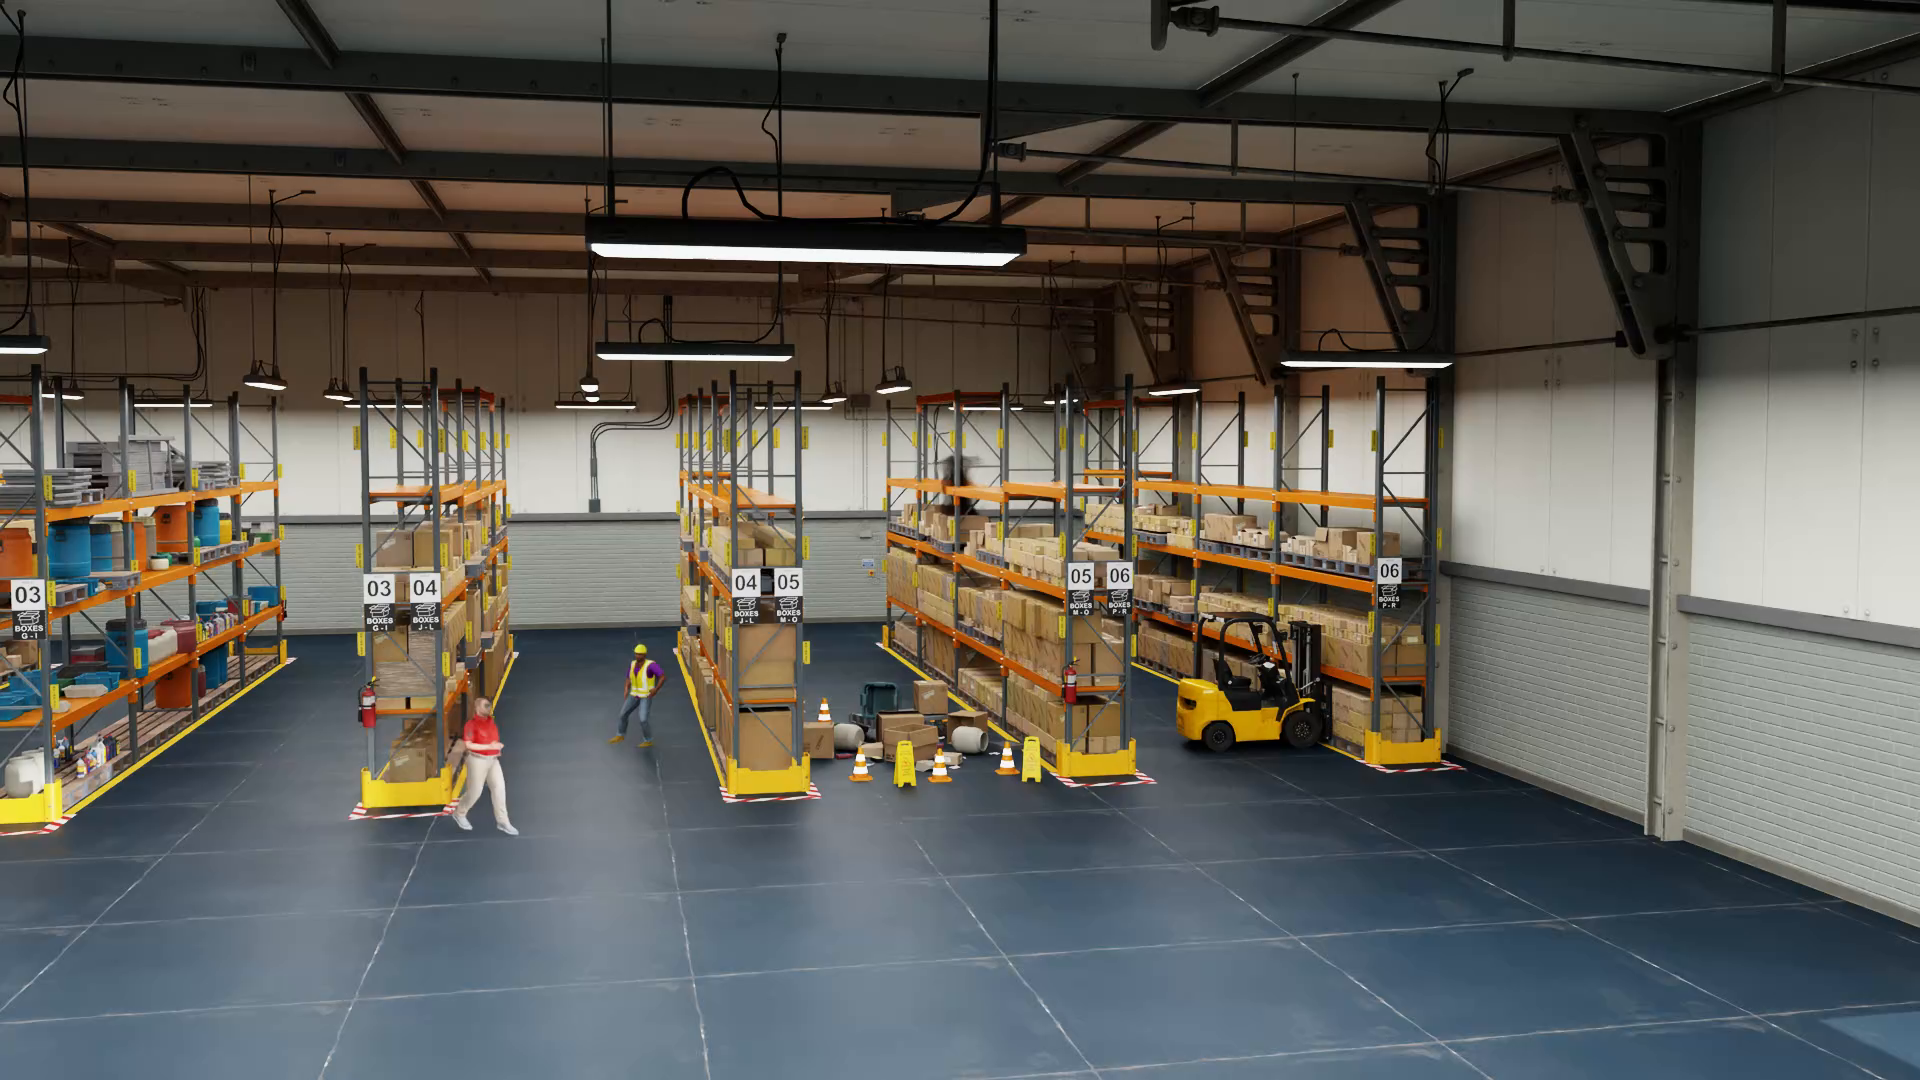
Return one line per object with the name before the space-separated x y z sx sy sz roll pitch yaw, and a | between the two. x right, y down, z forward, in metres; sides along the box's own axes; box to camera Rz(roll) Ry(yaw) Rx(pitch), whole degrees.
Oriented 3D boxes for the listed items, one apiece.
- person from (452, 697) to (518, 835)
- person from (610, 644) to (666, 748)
person | -6.057 2.855 21.110 0.956 1.731 0.651 2 4 27
person | -5.304 2.546 27.268 1.002 1.690 0.457 2 4 24
